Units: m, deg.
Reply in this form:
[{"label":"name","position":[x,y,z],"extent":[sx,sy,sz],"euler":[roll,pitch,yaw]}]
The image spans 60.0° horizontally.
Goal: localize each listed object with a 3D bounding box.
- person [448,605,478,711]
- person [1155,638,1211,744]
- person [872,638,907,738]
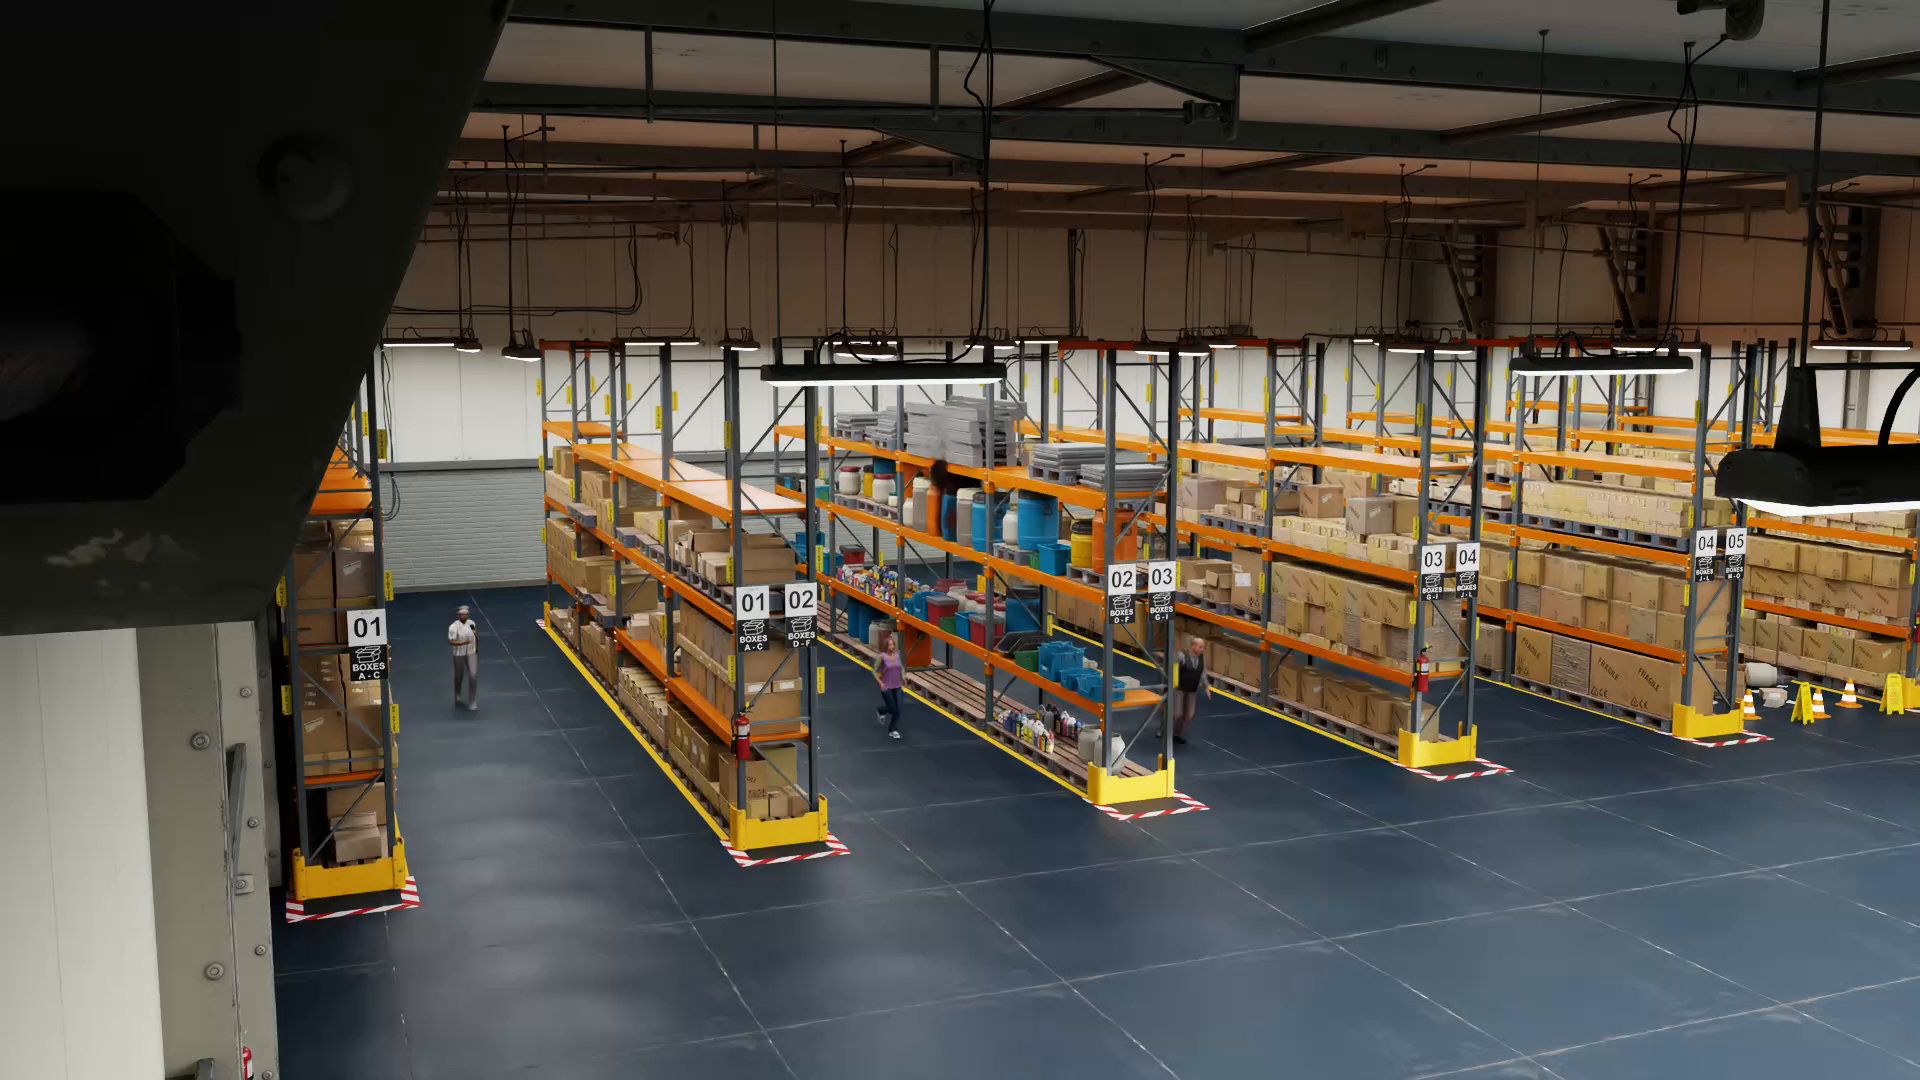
[{"label":"person","position":[-8.197,1.927,27.489],"extent":[0.525,1.749,0.848],"euler":[-4,8,-29]},{"label":"person","position":[3.375,2.256,25.053],"extent":[0.768,1.642,0.572],"euler":[-3,8,-25]},{"label":"person","position":[-1.091,2.265,25.565],"extent":[0.551,1.528,0.574],"euler":[-4,9,-29]}]
